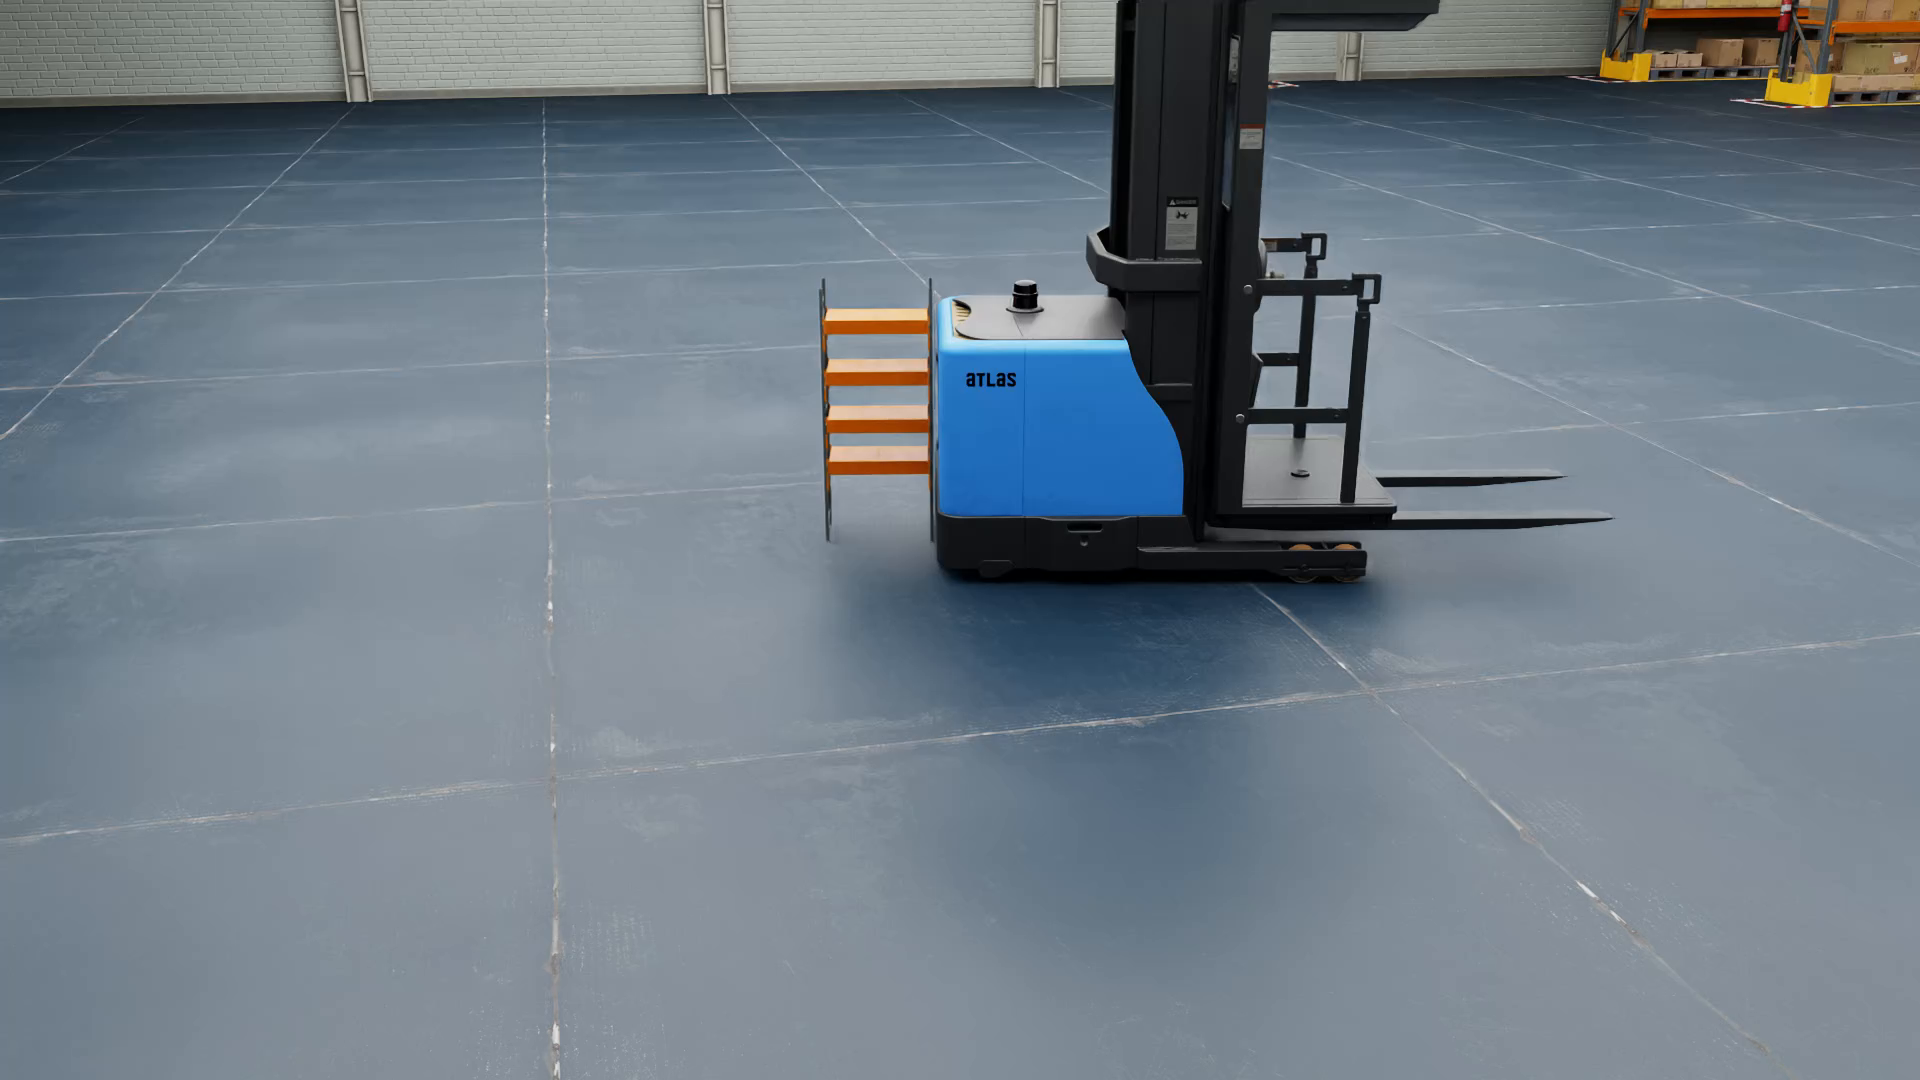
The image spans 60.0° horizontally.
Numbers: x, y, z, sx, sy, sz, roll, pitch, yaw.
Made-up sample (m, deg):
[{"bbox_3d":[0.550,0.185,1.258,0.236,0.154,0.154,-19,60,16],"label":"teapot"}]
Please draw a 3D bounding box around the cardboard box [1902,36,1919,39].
[{"bbox_3d":[18.879,-9.887,33.439,0.500,0.500,0.700,-5,21,-13],"label":"cardboard box"}]

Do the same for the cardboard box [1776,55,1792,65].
[{"bbox_3d":[16.167,-9.486,32.830,0.250,0.166,0.380,-7,21,-20],"label":"cardboard box"}]

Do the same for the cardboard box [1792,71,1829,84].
[{"bbox_3d":[14.385,-7.736,27.958,0.500,0.250,0.500,-5,21,-12],"label":"cardboard box"}]

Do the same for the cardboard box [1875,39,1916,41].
[{"bbox_3d":[15.841,-8.212,28.167,0.500,0.500,0.500,-5,21,-12],"label":"cardboard box"}]

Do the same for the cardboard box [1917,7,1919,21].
[{"bbox_3d":[15.895,-8.891,27.581,0.500,0.500,0.700,-4,21,-11],"label":"cardboard box"}]

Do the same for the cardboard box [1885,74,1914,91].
[{"bbox_3d":[15.477,-7.642,27.704,0.500,0.250,0.500,-5,21,-12],"label":"cardboard box"}]

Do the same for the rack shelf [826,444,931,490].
[{"bbox_3d":[-0.377,-0.343,7.780,0.480,0.148,0.258,0,20,-1],"label":"rack shelf"}]

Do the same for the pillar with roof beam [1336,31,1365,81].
[{"bbox_3d":[8.422,-11.592,26.377,0.400,9.000,9.100,-5,21,-12],"label":"pillar with roof beam"}]

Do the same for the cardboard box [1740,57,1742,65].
[{"bbox_3d":[15.119,-9.411,32.649,0.250,0.149,0.380,-6,21,-17],"label":"cardboard box"}]

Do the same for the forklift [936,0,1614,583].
[{"bbox_3d":[1.406,-1.370,7.294,3.031,2.935,1.130,0,20,-1],"label":"forklift"}]

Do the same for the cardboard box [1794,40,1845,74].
[{"bbox_3d":[14.385,-8.088,27.831,0.500,0.500,0.500,-5,21,-12],"label":"cardboard box"}]

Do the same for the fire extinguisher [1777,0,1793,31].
[{"bbox_3d":[13.709,-8.798,27.584,0.183,0.674,0.296,-5,21,-12],"label":"fire extinguisher"}]

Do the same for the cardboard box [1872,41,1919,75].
[{"bbox_3d":[15.474,-7.998,27.585,0.500,0.500,0.500,-5,21,-12],"label":"cardboard box"}]

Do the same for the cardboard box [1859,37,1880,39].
[{"bbox_3d":[17.884,-9.817,33.248,0.500,0.500,0.700,-5,21,-14],"label":"cardboard box"}]

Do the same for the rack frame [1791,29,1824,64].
[{"bbox_3d":[16.681,-10.663,32.562,0.127,3.000,1.000,-5,21,-12],"label":"rack frame"}]

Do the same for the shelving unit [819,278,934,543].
[{"bbox_3d":[-0.377,-0.593,7.689,0.503,1.200,0.258,0,20,-1],"label":"shelving unit"}]

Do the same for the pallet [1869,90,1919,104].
[{"bbox_3d":[15.851,-7.549,28.115,1.213,0.211,1.003,-5,21,-12],"label":"pallet"}]

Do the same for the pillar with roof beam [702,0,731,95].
[{"bbox_3d":[-3.256,-10.642,23.784,0.400,9.000,9.100,-5,21,-12],"label":"pillar with roof beam"}]

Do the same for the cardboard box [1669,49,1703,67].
[{"bbox_3d":[14.037,-9.360,32.275,0.500,0.311,0.500,-3,20,-8],"label":"cardboard box"}]

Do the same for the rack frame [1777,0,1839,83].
[{"bbox_3d":[13.931,-8.688,27.172,0.127,3.000,1.000,-5,21,-12],"label":"rack frame"}]

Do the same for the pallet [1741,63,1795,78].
[{"bbox_3d":[16.035,-9.288,32.864,1.213,0.211,1.003,-5,21,-12],"label":"pallet"}]

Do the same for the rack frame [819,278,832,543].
[{"bbox_3d":[-0.620,-0.591,7.684,0.015,1.200,0.240,0,20,-1],"label":"rack frame"}]

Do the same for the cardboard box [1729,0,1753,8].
[{"bbox_3d":[14.827,-10.341,31.872,0.500,0.250,0.500,-4,21,-12],"label":"cardboard box"}]

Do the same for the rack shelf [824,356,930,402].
[{"bbox_3d":[-0.377,-0.740,7.635,0.480,0.148,0.258,0,20,-1],"label":"rack shelf"}]

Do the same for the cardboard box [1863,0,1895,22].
[{"bbox_3d":[14.899,-8.811,27.361,0.500,0.500,0.700,-4,21,-11],"label":"cardboard box"}]

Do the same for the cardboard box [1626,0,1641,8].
[{"bbox_3d":[13.198,-10.387,31.998,0.500,0.250,0.500,-4,21,-12],"label":"cardboard box"}]

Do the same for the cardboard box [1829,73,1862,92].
[{"bbox_3d":[14.504,-7.562,27.485,0.500,0.250,0.500,-5,21,-12],"label":"cardboard box"}]

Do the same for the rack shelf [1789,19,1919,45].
[{"bbox_3d":[15.878,-8.509,27.727,4.000,0.370,1.077,-5,21,-12],"label":"rack shelf"}]

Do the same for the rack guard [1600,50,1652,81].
[{"bbox_3d":[12.862,-9.178,32.144,0.348,0.500,1.175,-5,21,-12],"label":"rack guard"}]

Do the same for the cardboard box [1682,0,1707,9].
[{"bbox_3d":[13.838,-10.263,31.660,0.500,0.250,0.500,-5,21,-14],"label":"cardboard box"}]

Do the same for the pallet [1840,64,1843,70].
[{"bbox_3d":[17.438,-9.415,33.211,1.213,0.211,1.003,-5,21,-12],"label":"pallet"}]

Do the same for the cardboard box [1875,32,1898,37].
[{"bbox_3d":[18.326,-10.190,33.175,0.500,0.250,0.500,-5,21,-14],"label":"cardboard box"}]

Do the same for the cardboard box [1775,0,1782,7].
[{"bbox_3d":[15.803,-10.426,32.105,0.500,0.250,0.500,-5,21,-12],"label":"cardboard box"}]
